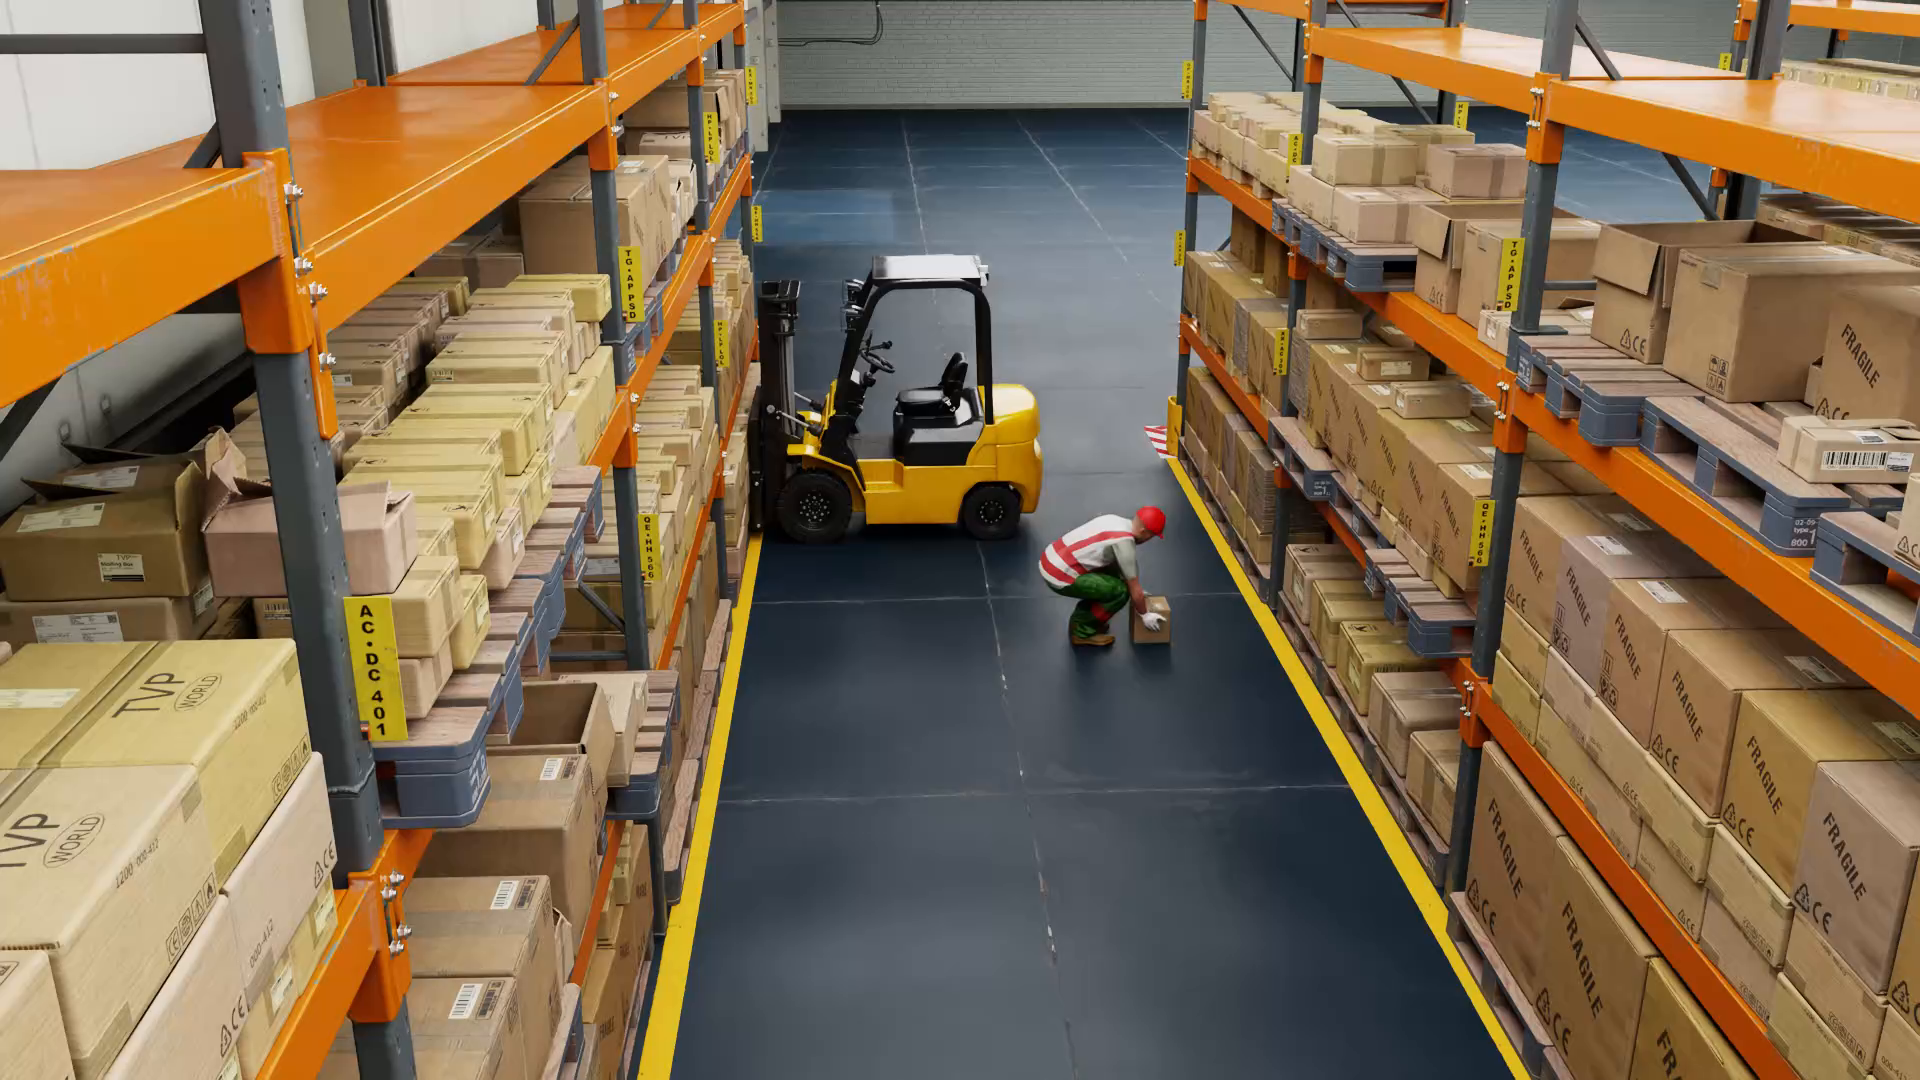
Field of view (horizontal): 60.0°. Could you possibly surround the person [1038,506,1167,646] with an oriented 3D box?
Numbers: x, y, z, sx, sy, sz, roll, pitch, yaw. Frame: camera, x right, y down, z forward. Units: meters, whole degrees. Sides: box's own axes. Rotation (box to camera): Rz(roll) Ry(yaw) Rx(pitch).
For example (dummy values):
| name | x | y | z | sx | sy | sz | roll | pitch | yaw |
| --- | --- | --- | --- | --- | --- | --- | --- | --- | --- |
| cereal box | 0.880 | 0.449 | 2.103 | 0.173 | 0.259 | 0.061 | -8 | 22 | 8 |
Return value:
| name | x | y | z | sx | sy | sz | roll | pitch | yaw |
| --- | --- | --- | --- | --- | --- | --- | --- | --- | --- |
| person | 0.989 | 0.231 | 11.629 | 0.882 | 0.954 | 0.565 | -1 | 20 | -3 |
